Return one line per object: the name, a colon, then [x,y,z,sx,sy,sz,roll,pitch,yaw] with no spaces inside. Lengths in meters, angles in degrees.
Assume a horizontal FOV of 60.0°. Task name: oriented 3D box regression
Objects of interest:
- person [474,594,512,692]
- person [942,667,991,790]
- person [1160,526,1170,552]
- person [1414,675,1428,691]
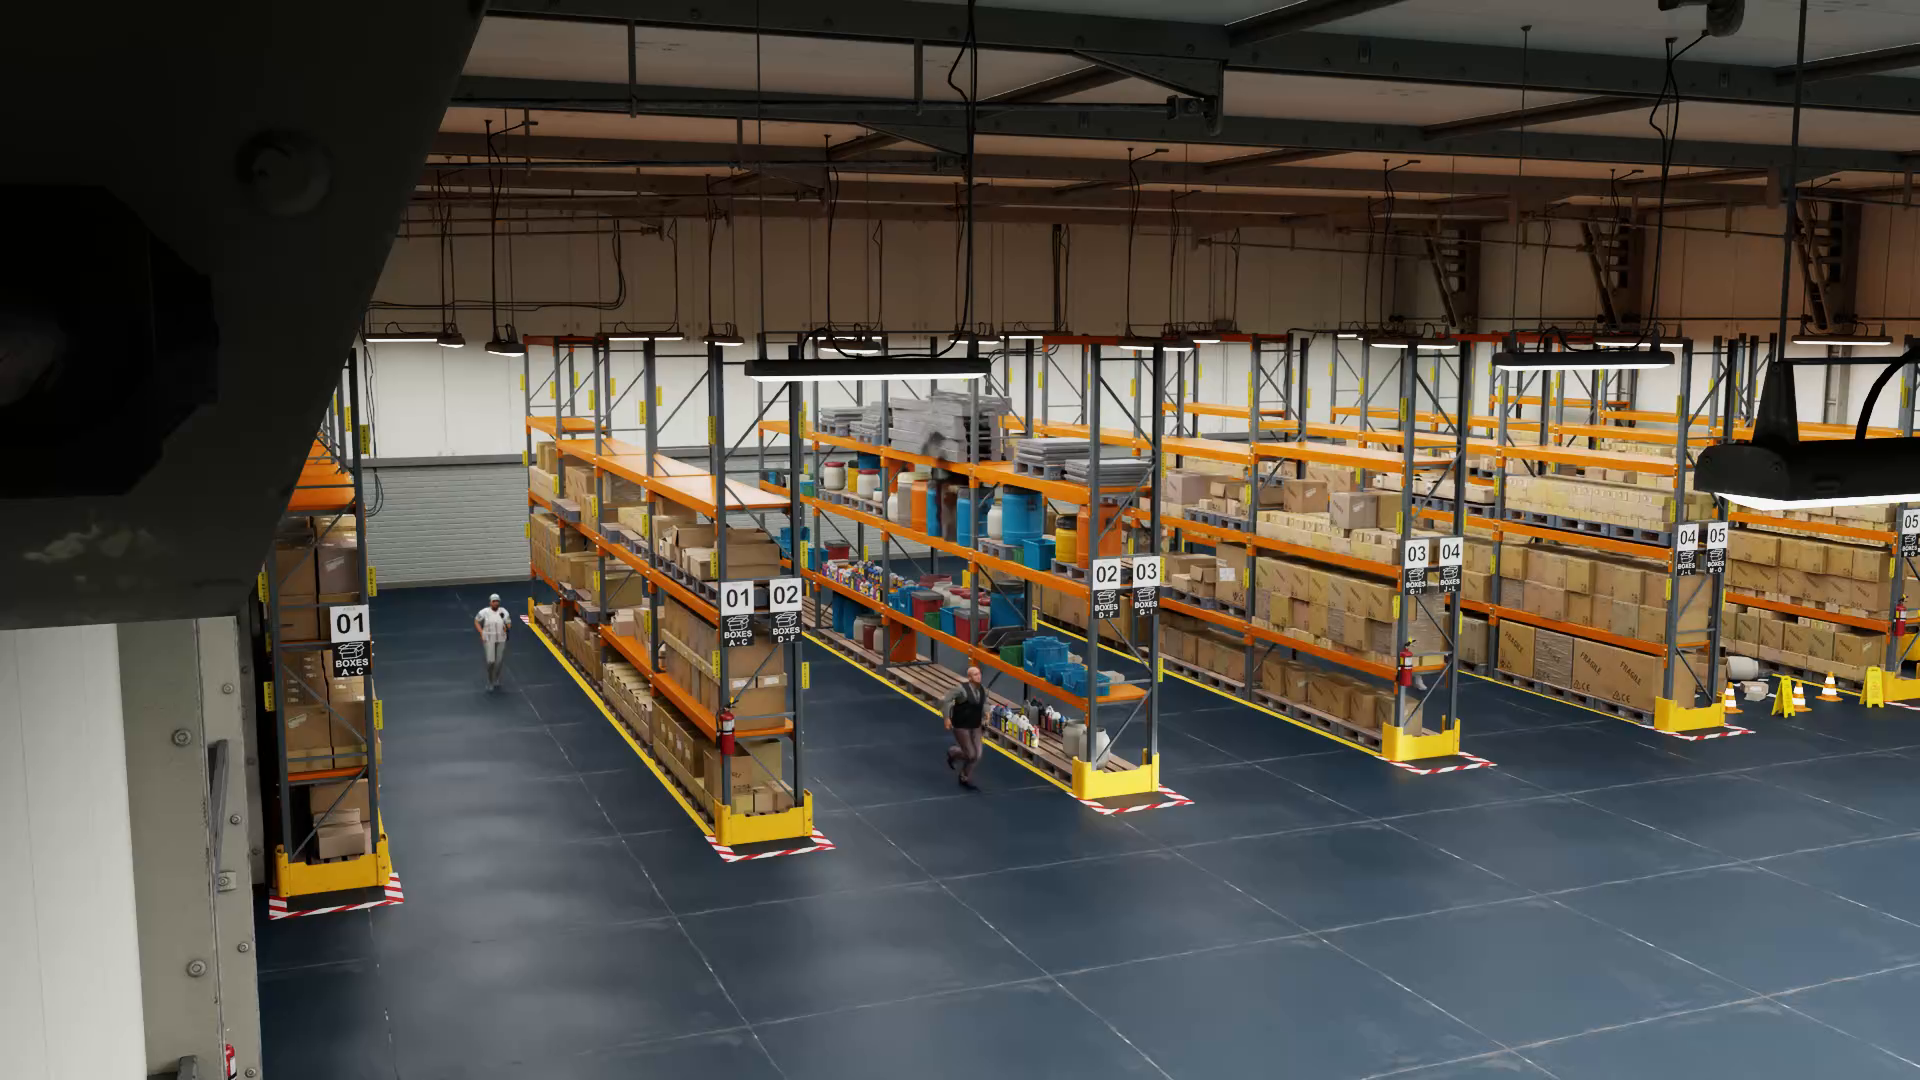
person: [-7.941,1.755,28.398,0.579,1.687,0.693,-4,9,-28]
person: [0.104,2.538,22.514,0.693,1.678,0.681,-6,10,-40]
person: [4.508,0.528,37.395,0.529,1.695,0.887,-3,8,-22]
person: [7.811,1.674,28.590,0.610,1.694,0.860,-3,8,-23]
